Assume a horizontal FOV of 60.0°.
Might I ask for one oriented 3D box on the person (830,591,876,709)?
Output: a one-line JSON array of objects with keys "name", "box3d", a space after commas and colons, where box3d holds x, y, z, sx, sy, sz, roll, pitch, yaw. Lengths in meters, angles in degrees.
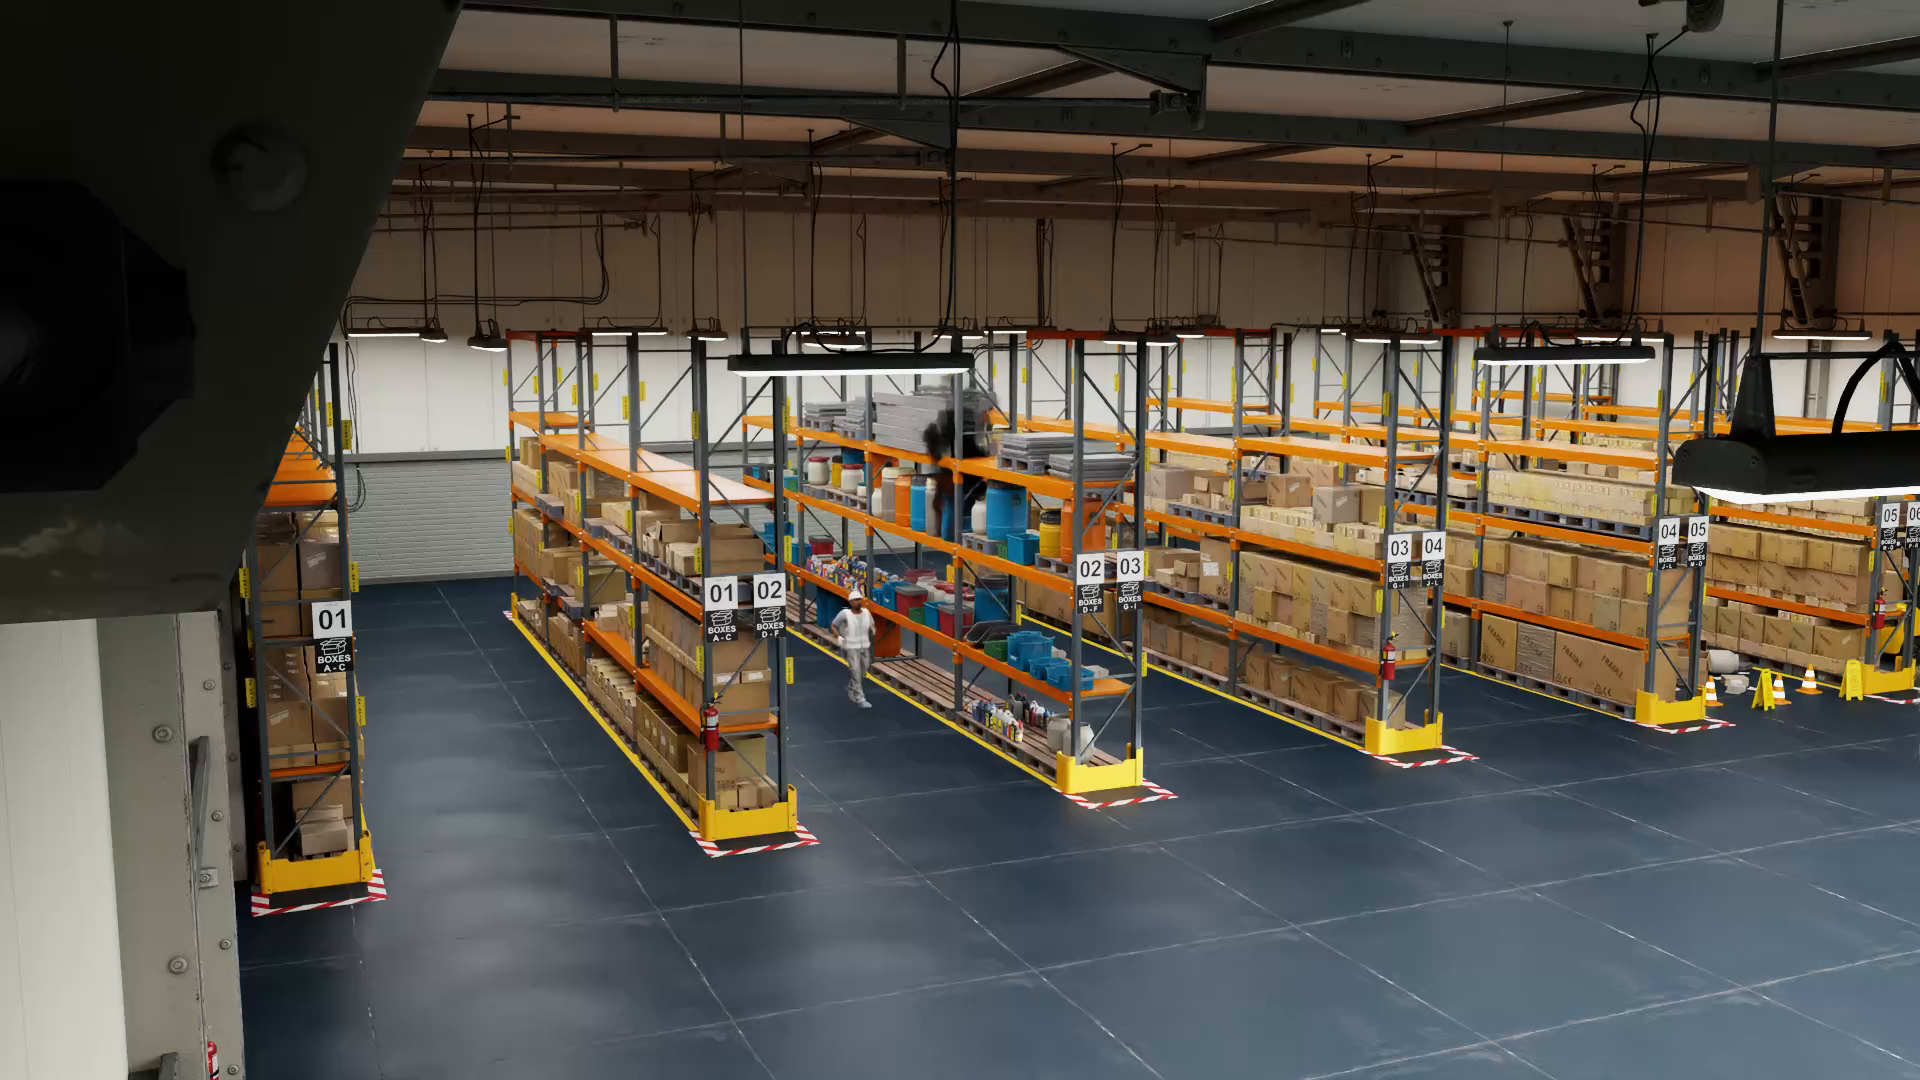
[{"name": "person", "box3d": [-1.584, 1.682, 25.655, 0.696, 1.794, 0.878, -5, 9, -33]}]
